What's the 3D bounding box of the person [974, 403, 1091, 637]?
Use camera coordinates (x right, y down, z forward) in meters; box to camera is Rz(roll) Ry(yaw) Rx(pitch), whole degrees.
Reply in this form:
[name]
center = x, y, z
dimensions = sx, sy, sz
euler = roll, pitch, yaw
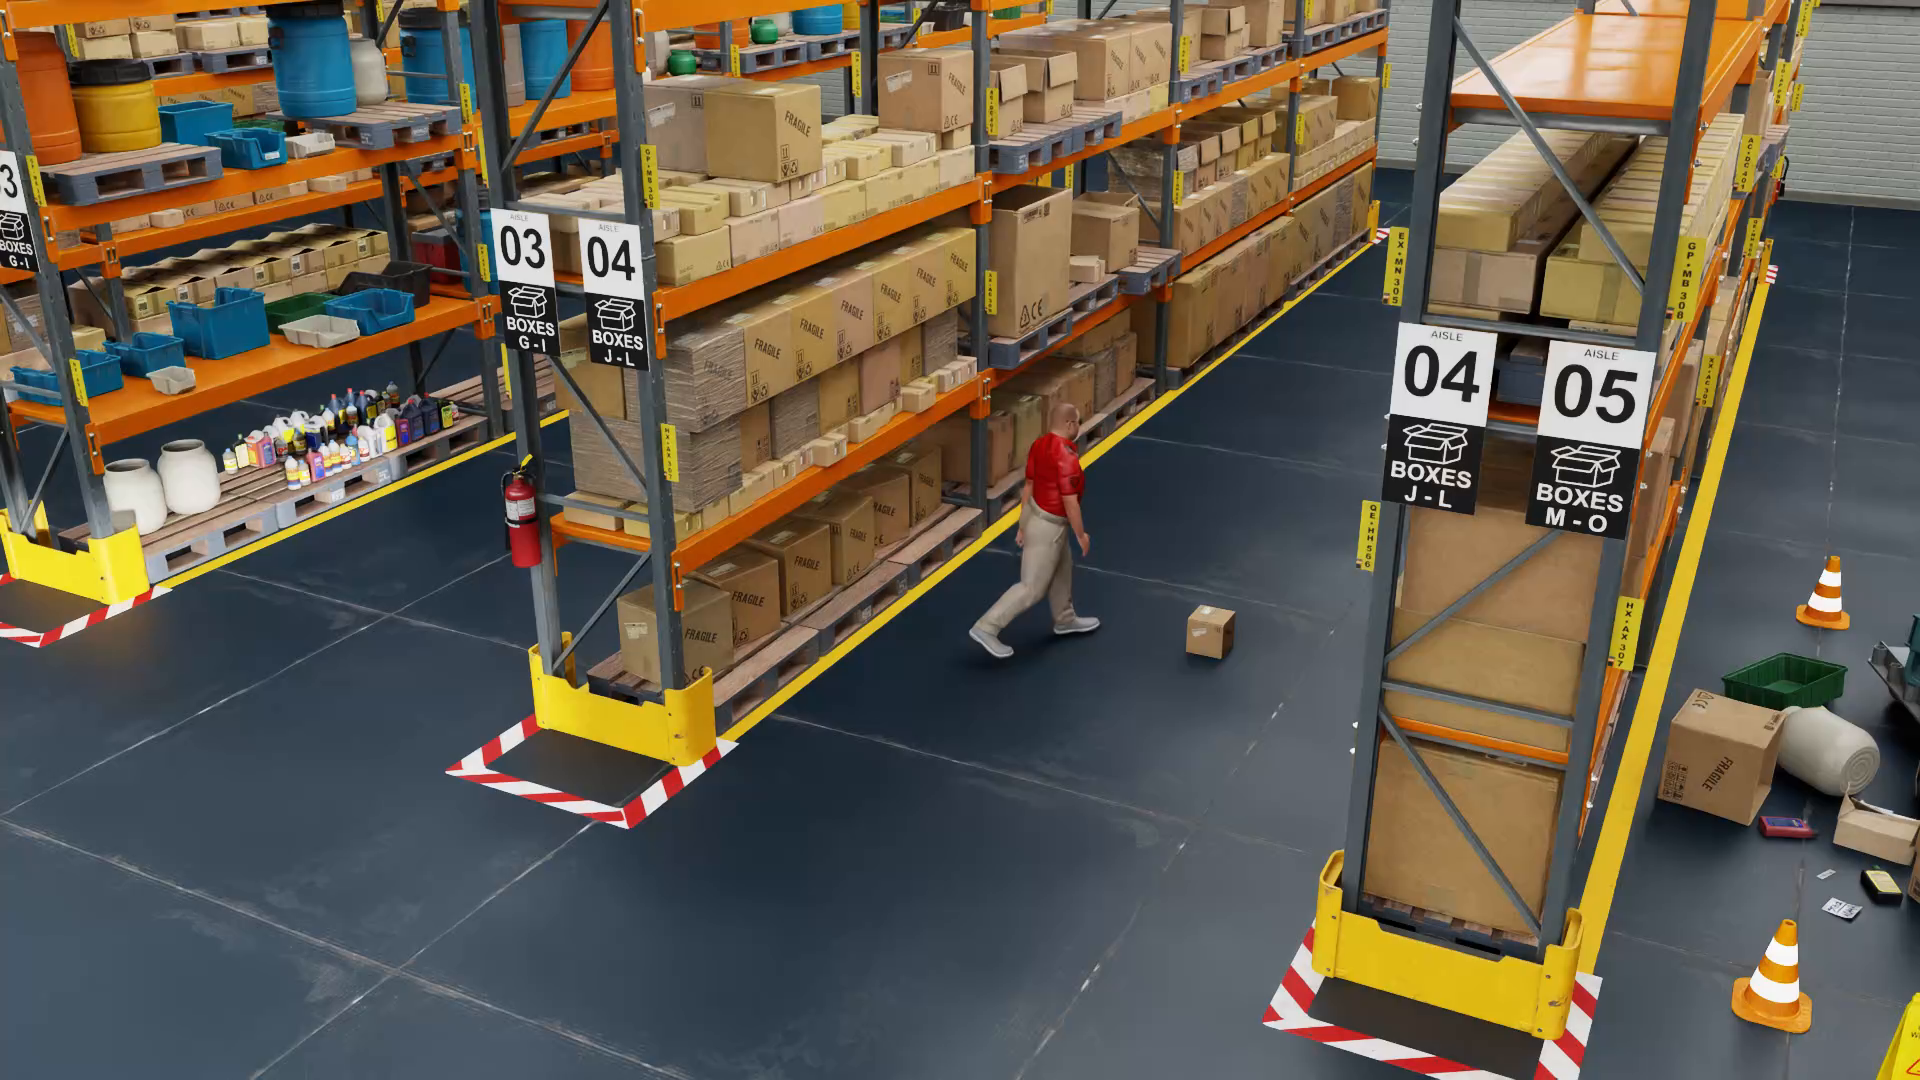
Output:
[person]
center = 0.454, -0.096, 10.933
dimensions = 0.782, 1.616, 0.534
euler = -5, 23, -12
